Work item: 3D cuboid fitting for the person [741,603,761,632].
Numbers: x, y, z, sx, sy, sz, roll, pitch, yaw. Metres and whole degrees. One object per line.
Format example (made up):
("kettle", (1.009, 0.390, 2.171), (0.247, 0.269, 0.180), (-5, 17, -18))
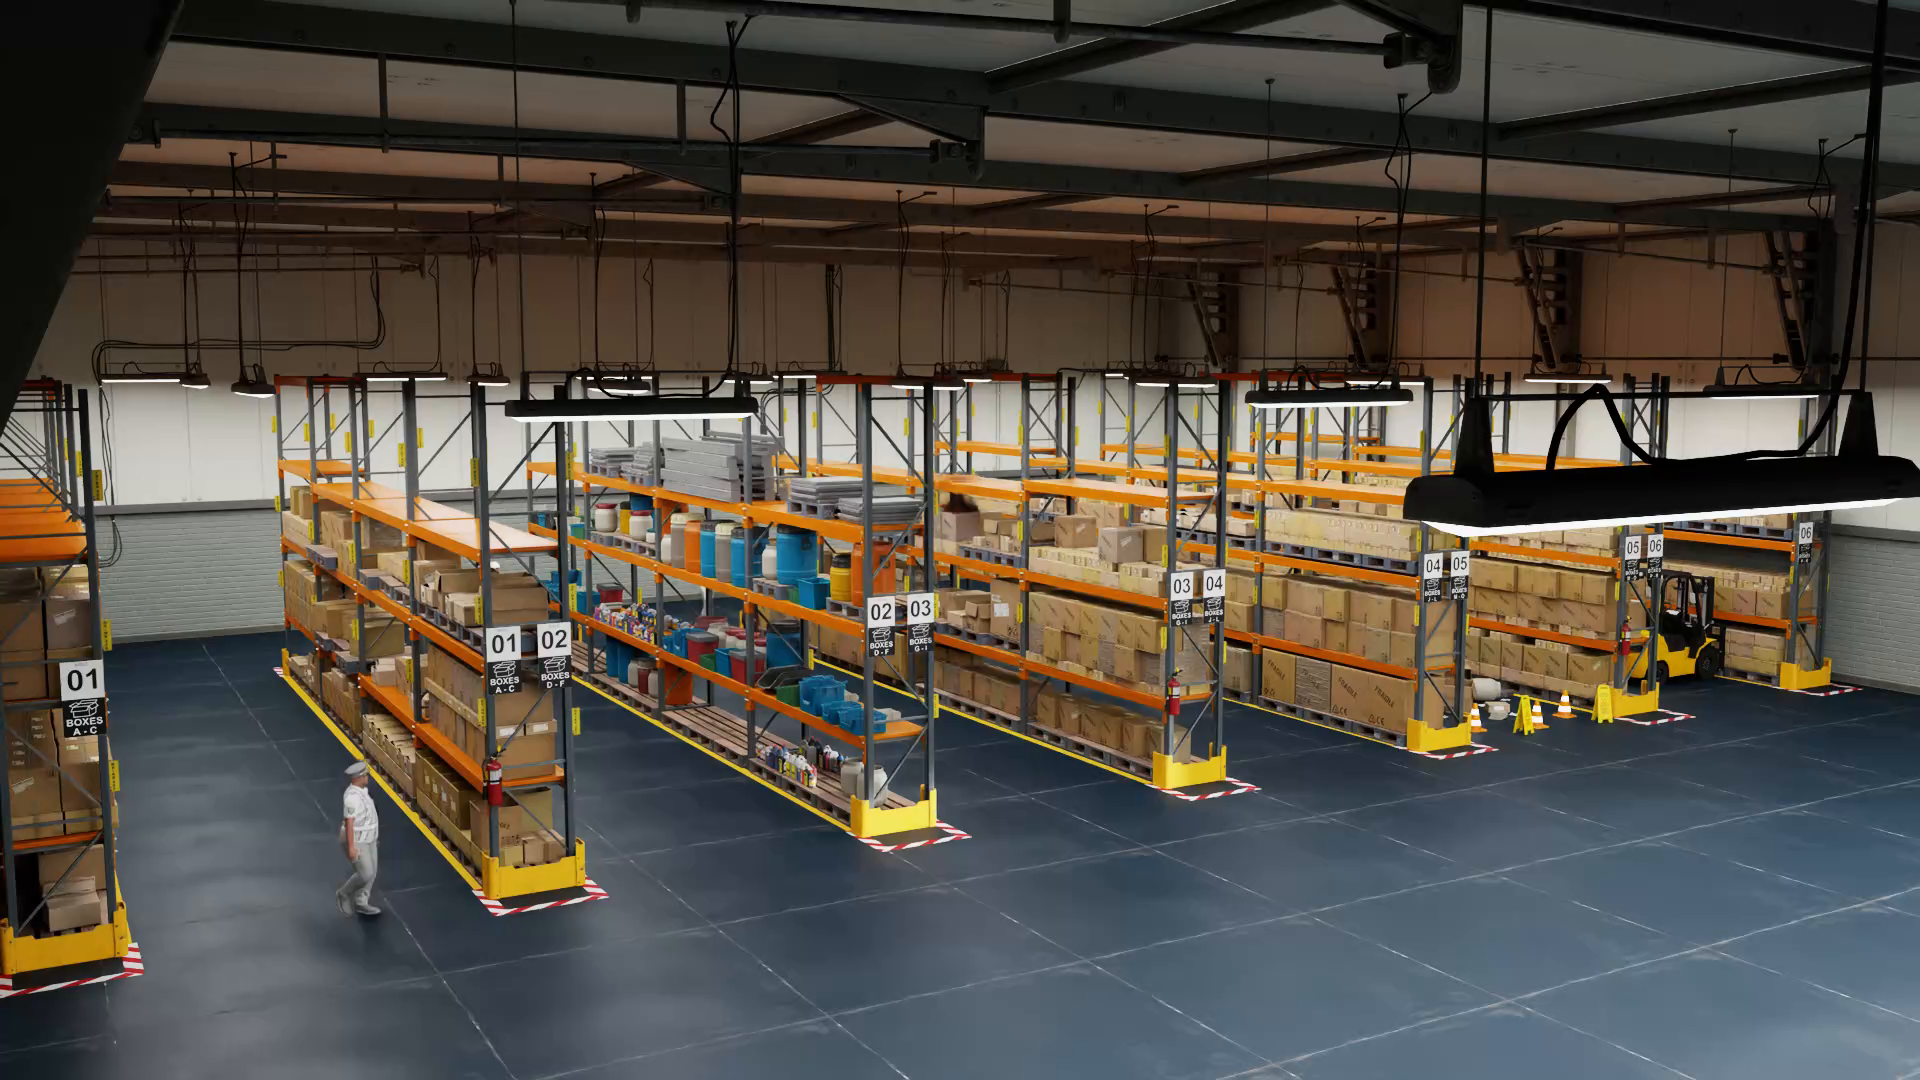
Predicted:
("person", (-4.364, 1.607, 35.121), (0.573, 1.801, 0.614), (-2, 7, -16))

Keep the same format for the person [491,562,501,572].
("person", (-10.490, 1.362, 37.630), (0.586, 1.733, 1.056), (-3, 7, -25))

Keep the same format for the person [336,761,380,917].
("person", (-6.804, 3.384, 18.832), (0.502, 1.762, 0.588), (1, 6, 13))

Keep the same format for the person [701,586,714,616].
("person", (-5.873, 1.257, 38.777), (0.395, 1.708, 0.534), (1, 6, 5))
